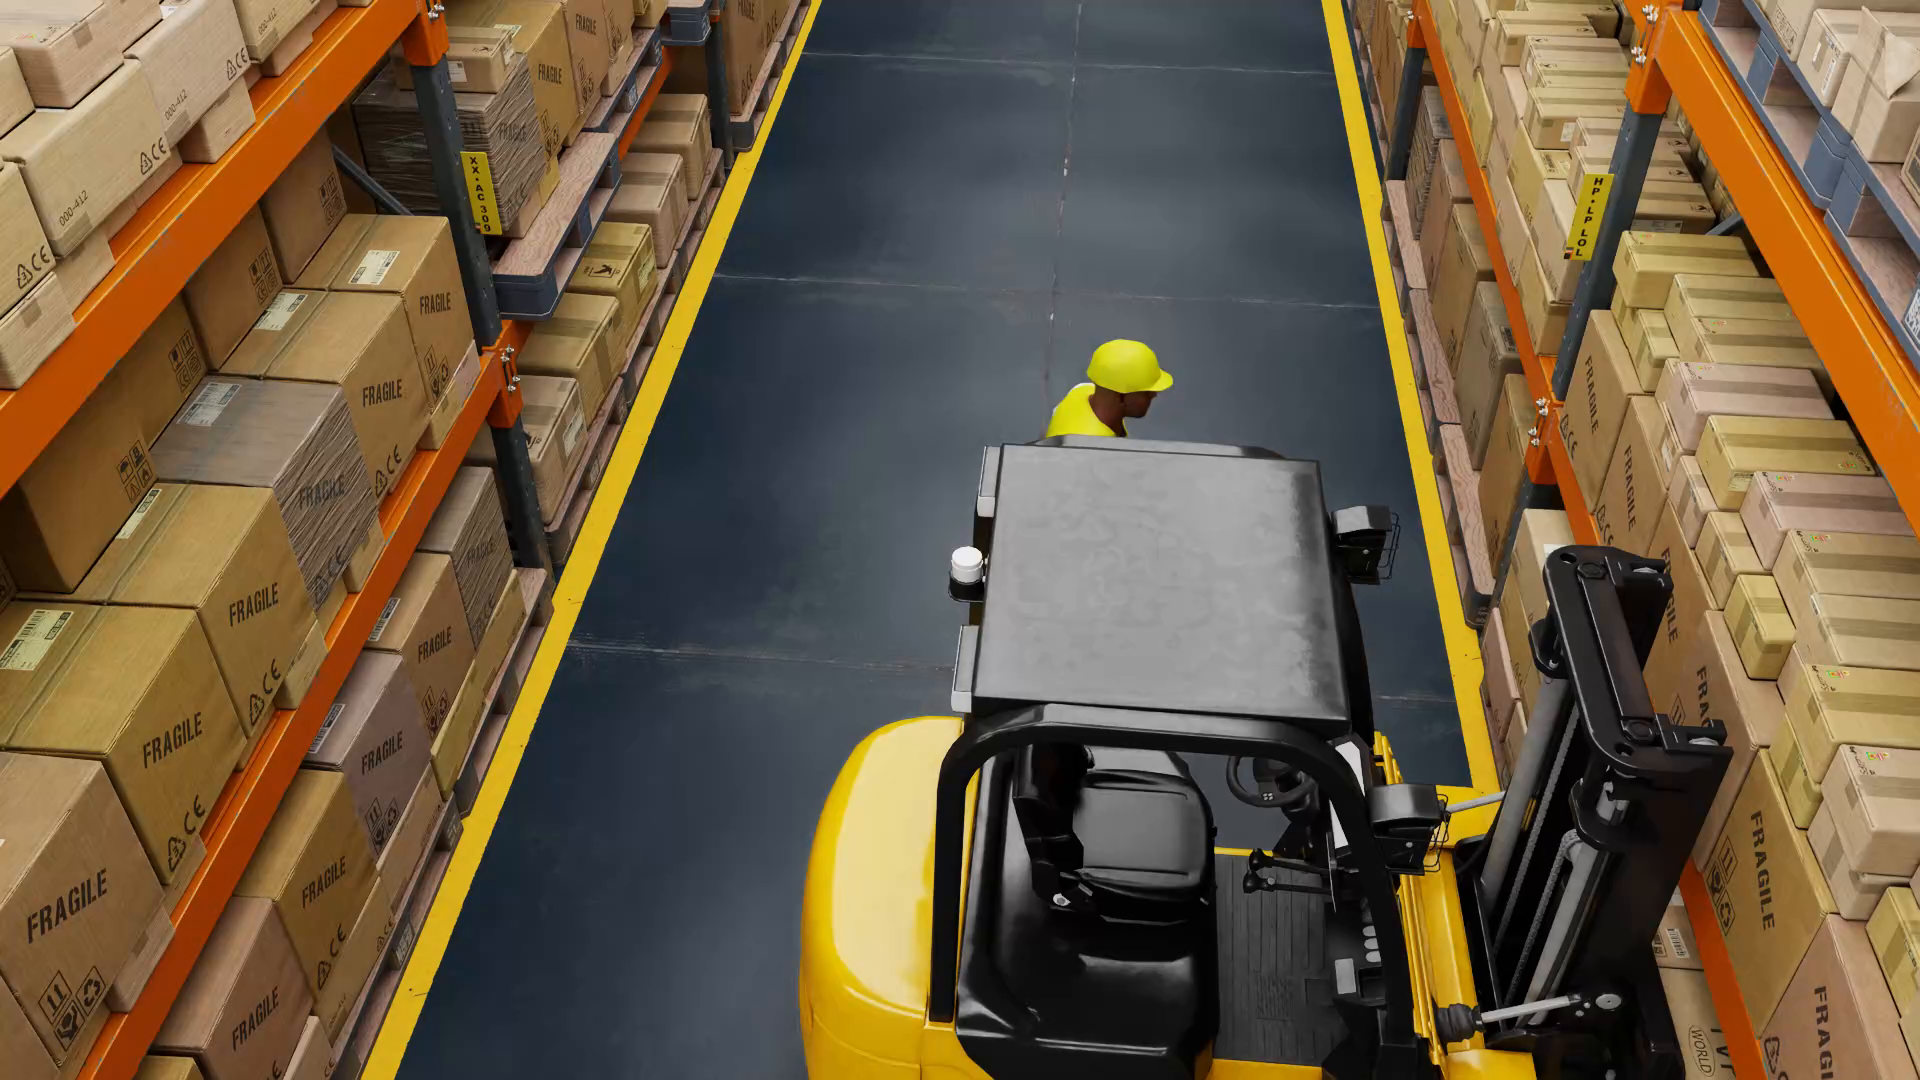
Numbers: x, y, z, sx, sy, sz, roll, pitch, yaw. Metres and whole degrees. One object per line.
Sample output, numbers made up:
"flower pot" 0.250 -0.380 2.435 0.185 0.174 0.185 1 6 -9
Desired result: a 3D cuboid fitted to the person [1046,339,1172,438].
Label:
"person" 0.495 0.028 6.108 0.451 1.761 0.609 2 40 2
